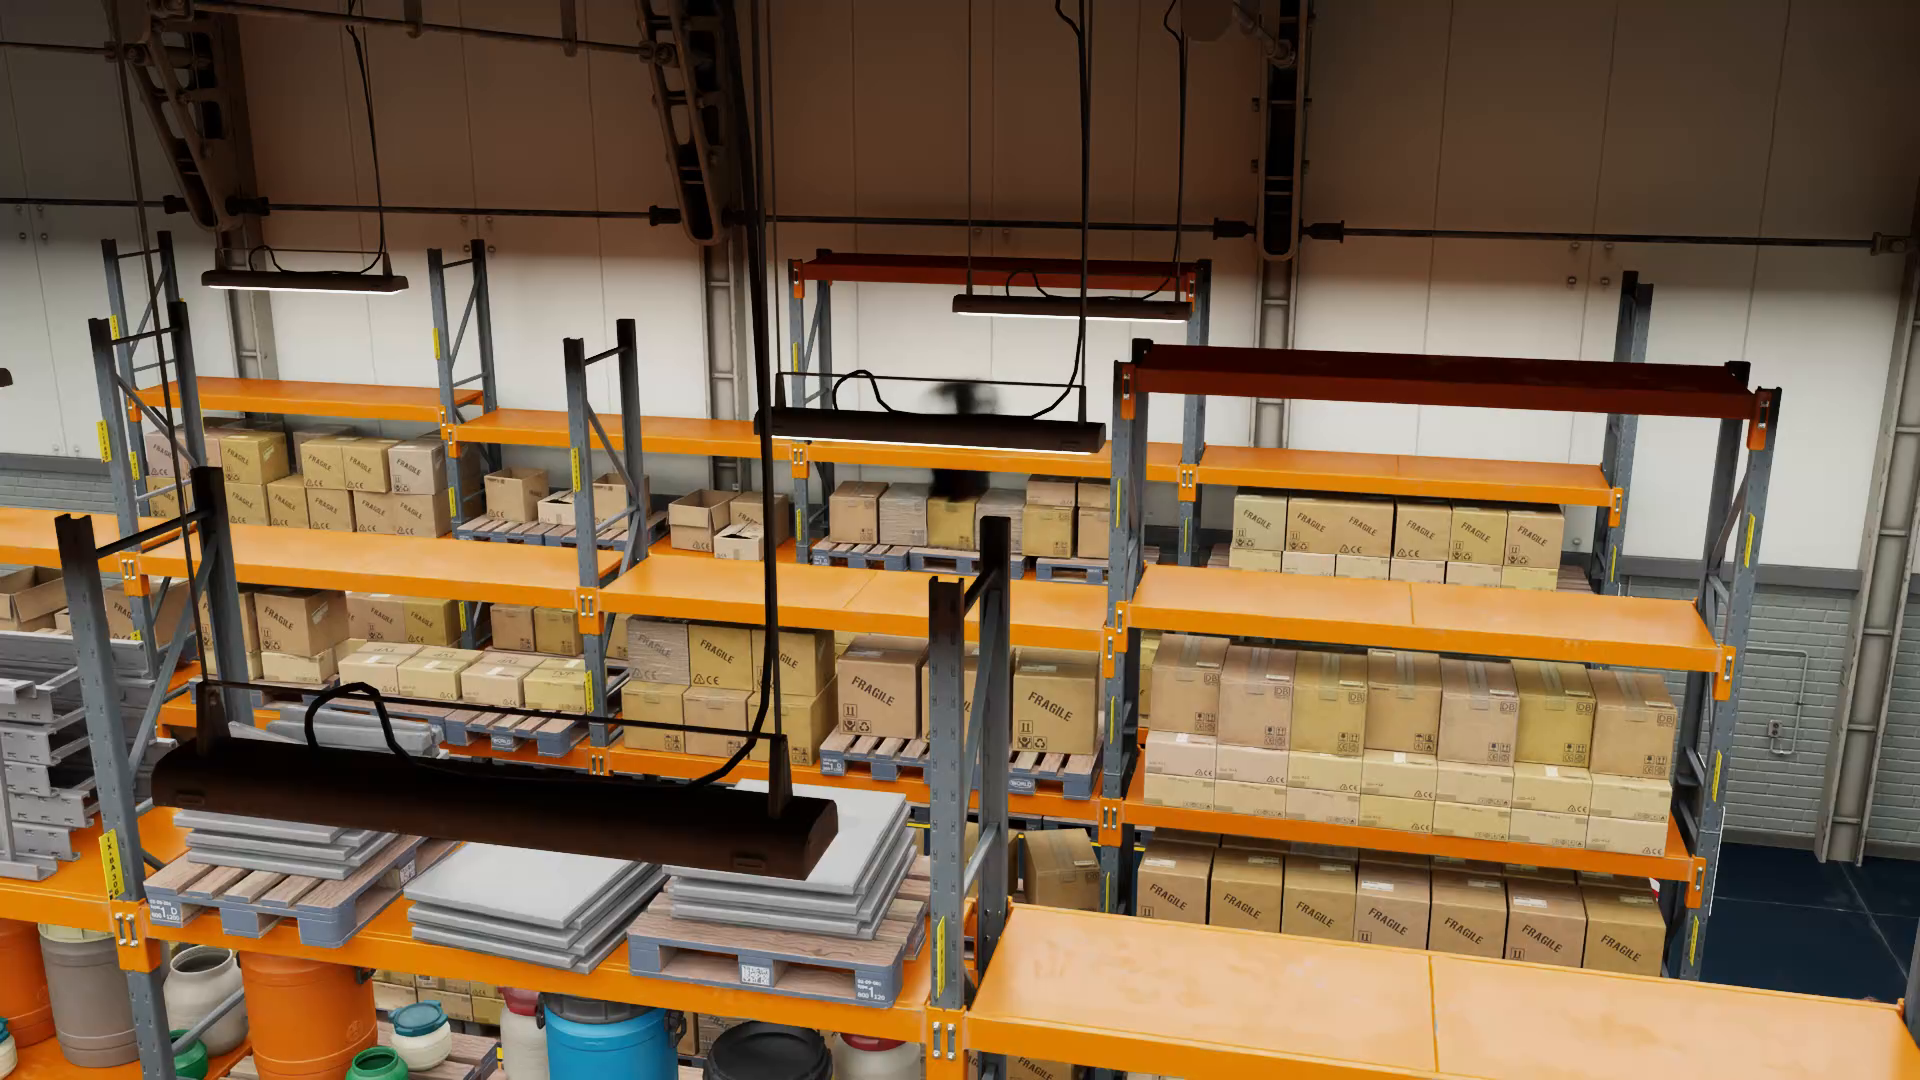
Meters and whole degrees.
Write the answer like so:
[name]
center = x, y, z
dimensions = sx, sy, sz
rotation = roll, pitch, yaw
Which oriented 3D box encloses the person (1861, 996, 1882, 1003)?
[person]
center = 6.510, 3.972, 12.129
dimensions = 0.611, 1.503, 0.529
rotation = 15, 22, 41
